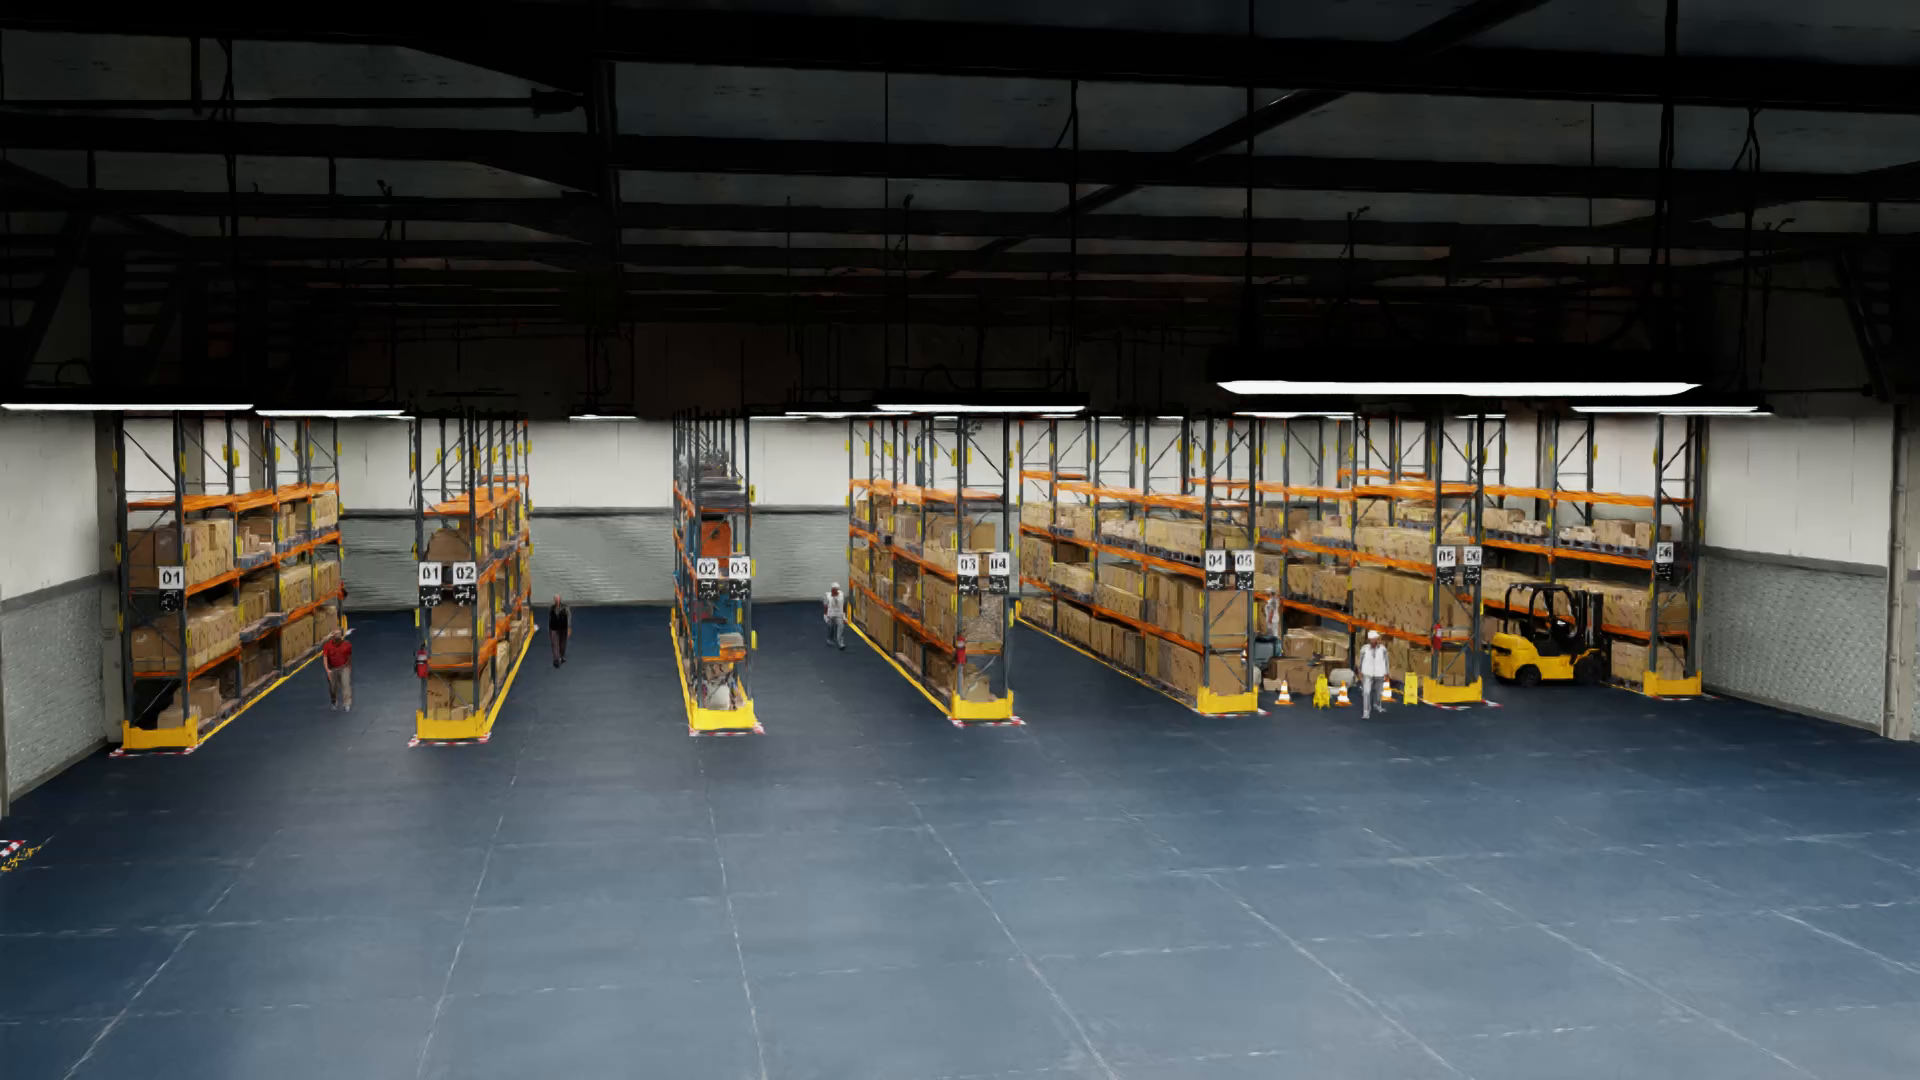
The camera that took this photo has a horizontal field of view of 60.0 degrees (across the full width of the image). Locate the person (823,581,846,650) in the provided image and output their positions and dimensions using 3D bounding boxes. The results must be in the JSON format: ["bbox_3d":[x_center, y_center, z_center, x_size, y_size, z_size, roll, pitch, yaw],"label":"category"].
[{"bbox_3d":[-3.155,1.881,41.875,0.562,1.706,1.122,-1,4,-9],"label":"person"}]

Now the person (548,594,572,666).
[{"bbox_3d":[-9.411,2.108,39.125,0.555,1.673,1.029,-1,4,-12],"label":"person"}]

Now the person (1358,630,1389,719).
[{"bbox_3d":[8.018,2.577,32.228,0.574,1.721,0.955,1,4,10],"label":"person"}]

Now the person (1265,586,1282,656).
[{"bbox_3d":[7.441,1.982,39.877,0.583,1.786,0.658,1,4,13],"label":"person"}]

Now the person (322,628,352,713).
[{"bbox_3d":[-12.244,2.553,32.705,0.536,1.657,1.036,-1,4,-19],"label":"person"}]
